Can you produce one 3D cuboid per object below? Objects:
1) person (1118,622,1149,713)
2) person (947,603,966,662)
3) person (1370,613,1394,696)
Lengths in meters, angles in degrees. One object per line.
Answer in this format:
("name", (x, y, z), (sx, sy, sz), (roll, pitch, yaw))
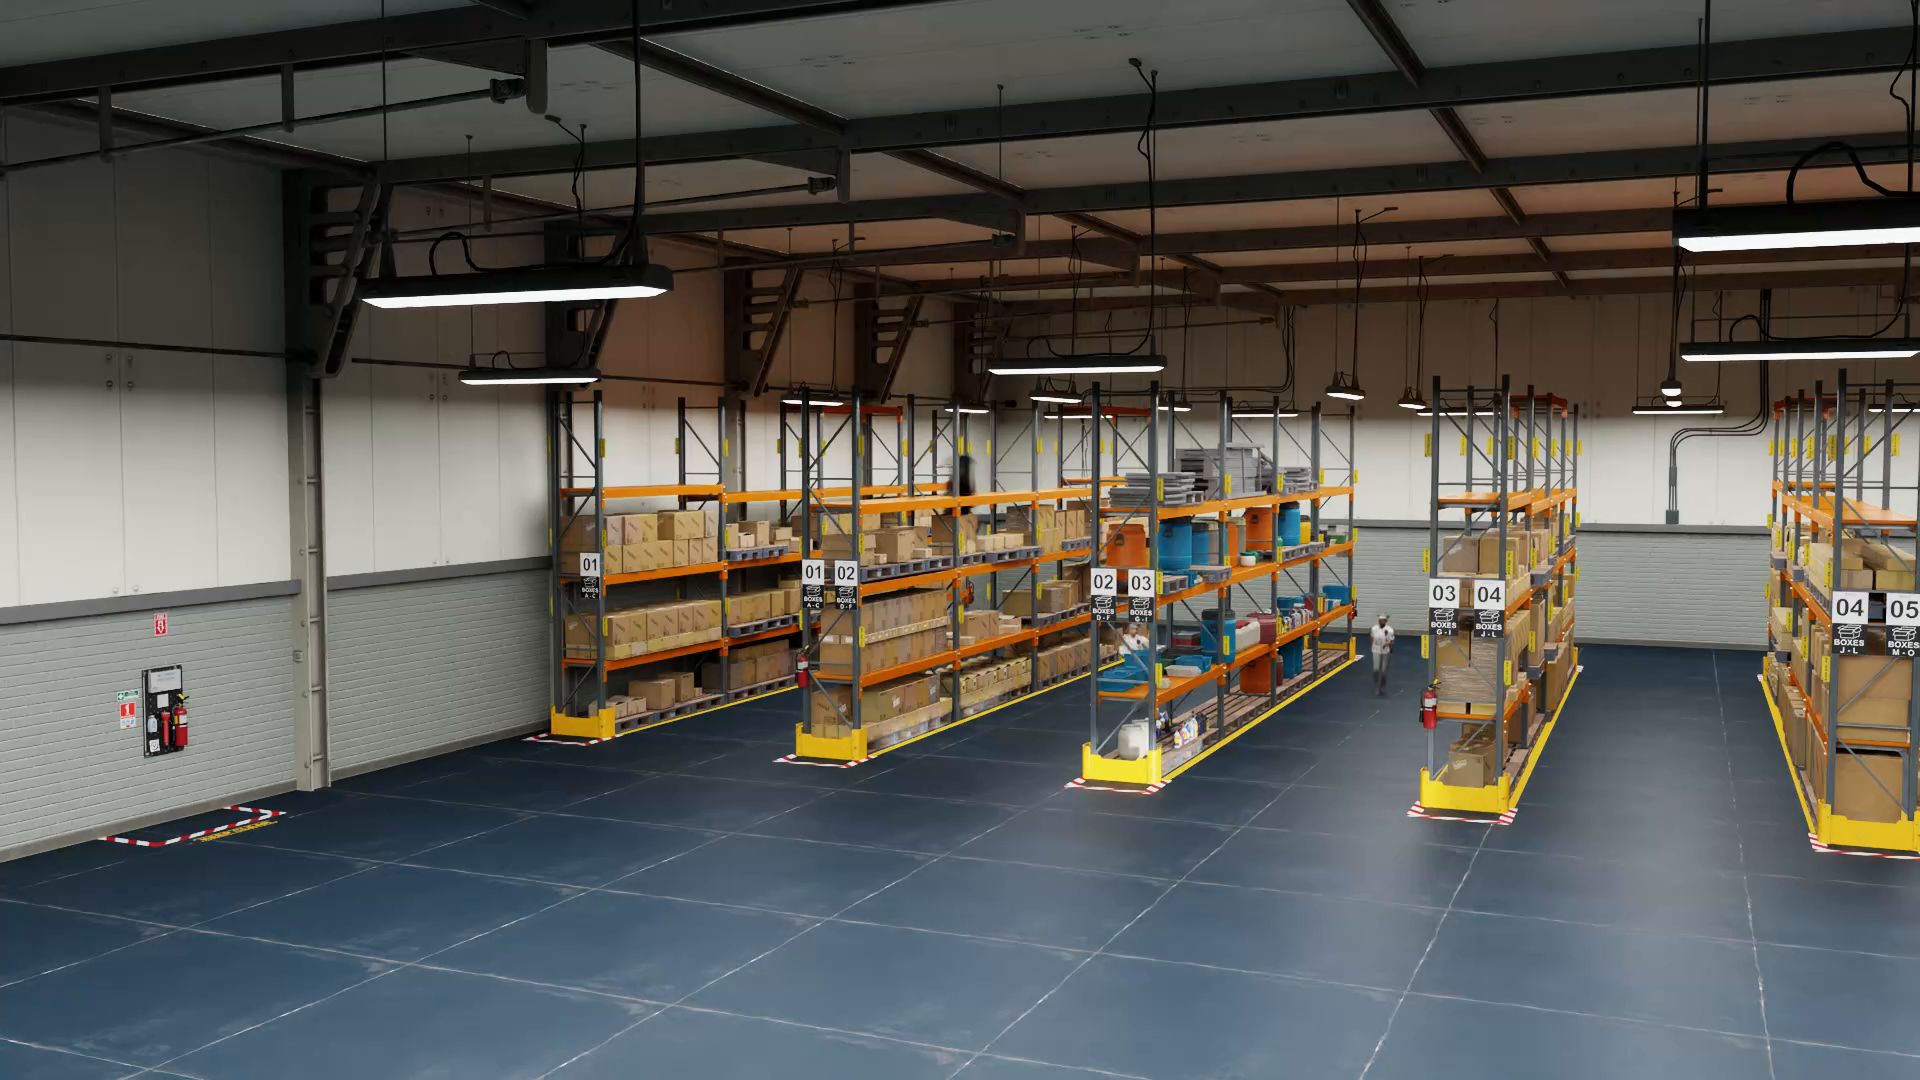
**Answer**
("person", (3.330, 2.411, 31.696), (0.588, 1.740, 0.810), (2, 4, 28))
("person", (-0.016, 2.155, 36.700), (0.579, 1.698, 0.897), (2, 4, 29))
("person", (8.563, 2.316, 33.725), (0.467, 1.708, 0.804), (1, 3, 13))
